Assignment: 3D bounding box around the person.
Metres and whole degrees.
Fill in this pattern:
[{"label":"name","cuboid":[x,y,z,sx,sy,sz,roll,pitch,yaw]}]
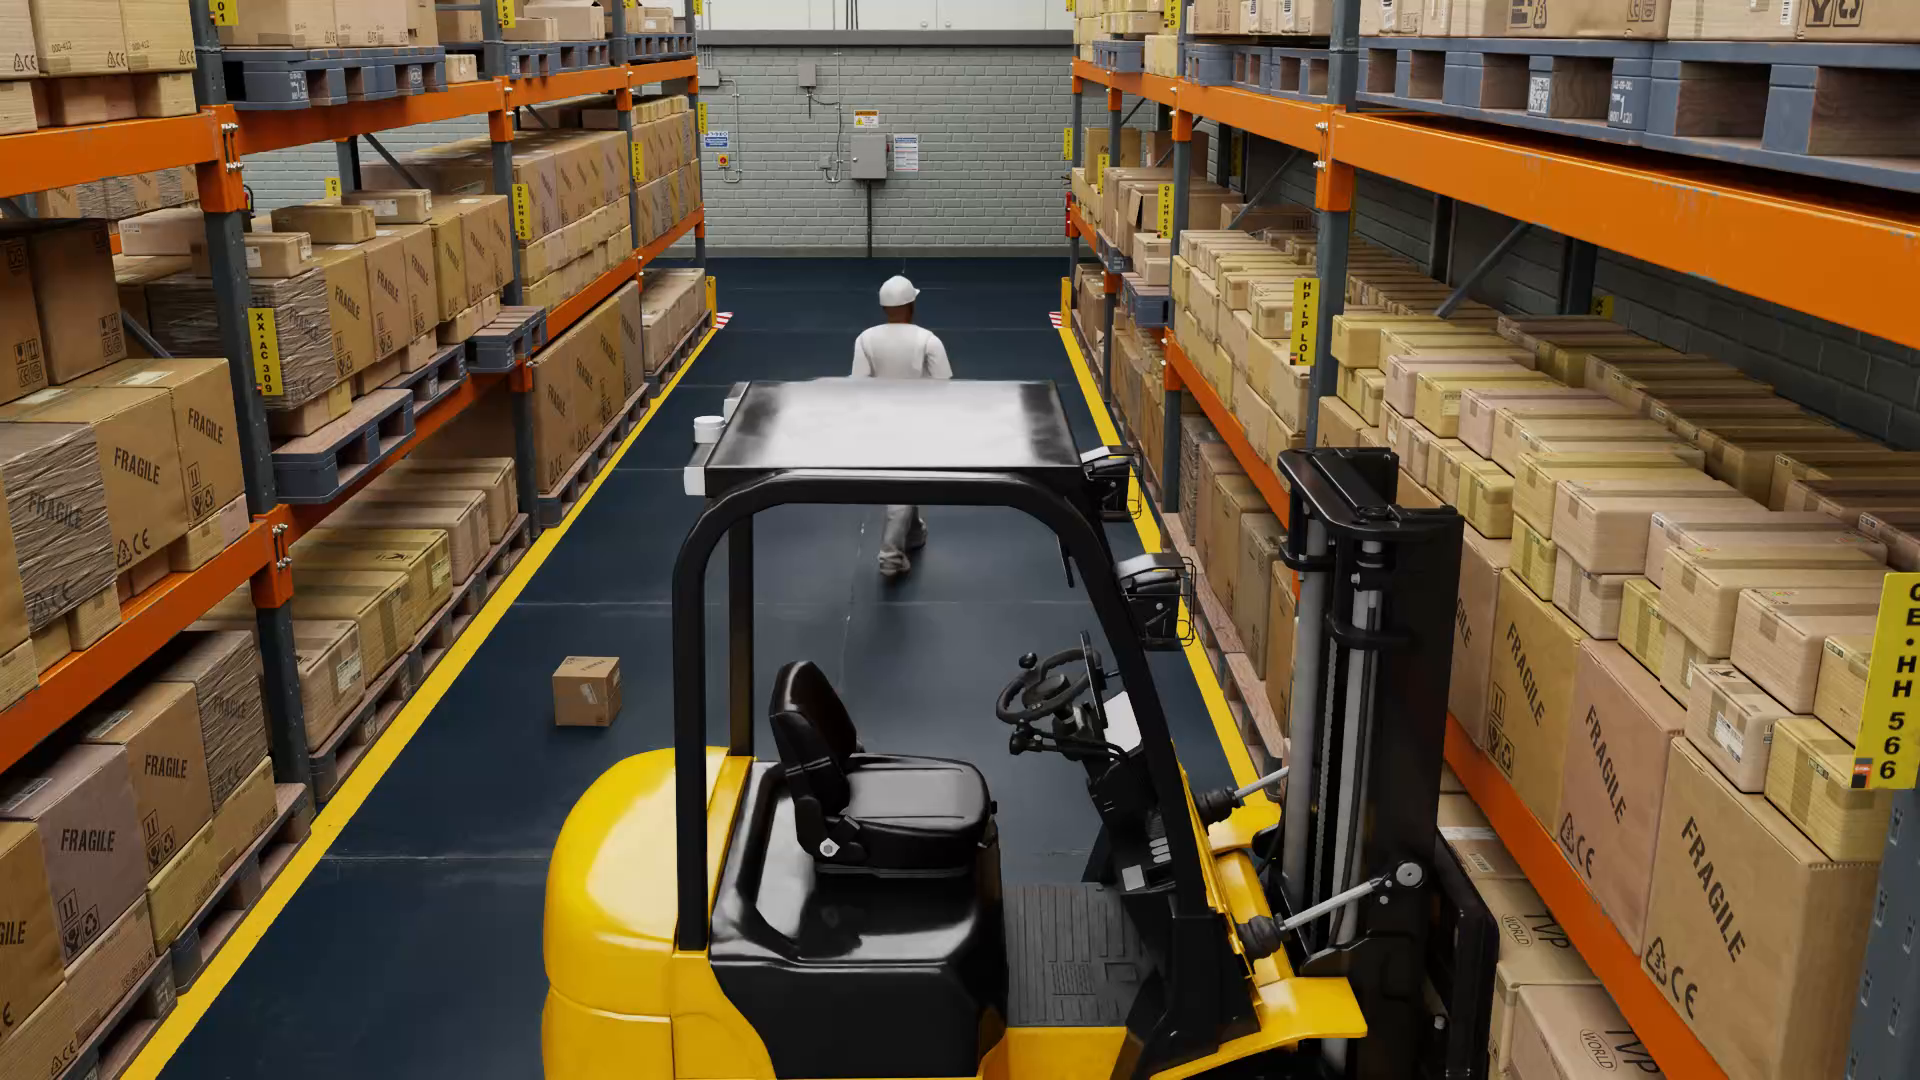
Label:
[{"label":"person","cuboid":[-0.295,-0.708,9.814,0.604,1.719,1.031,6,18,20]}]
